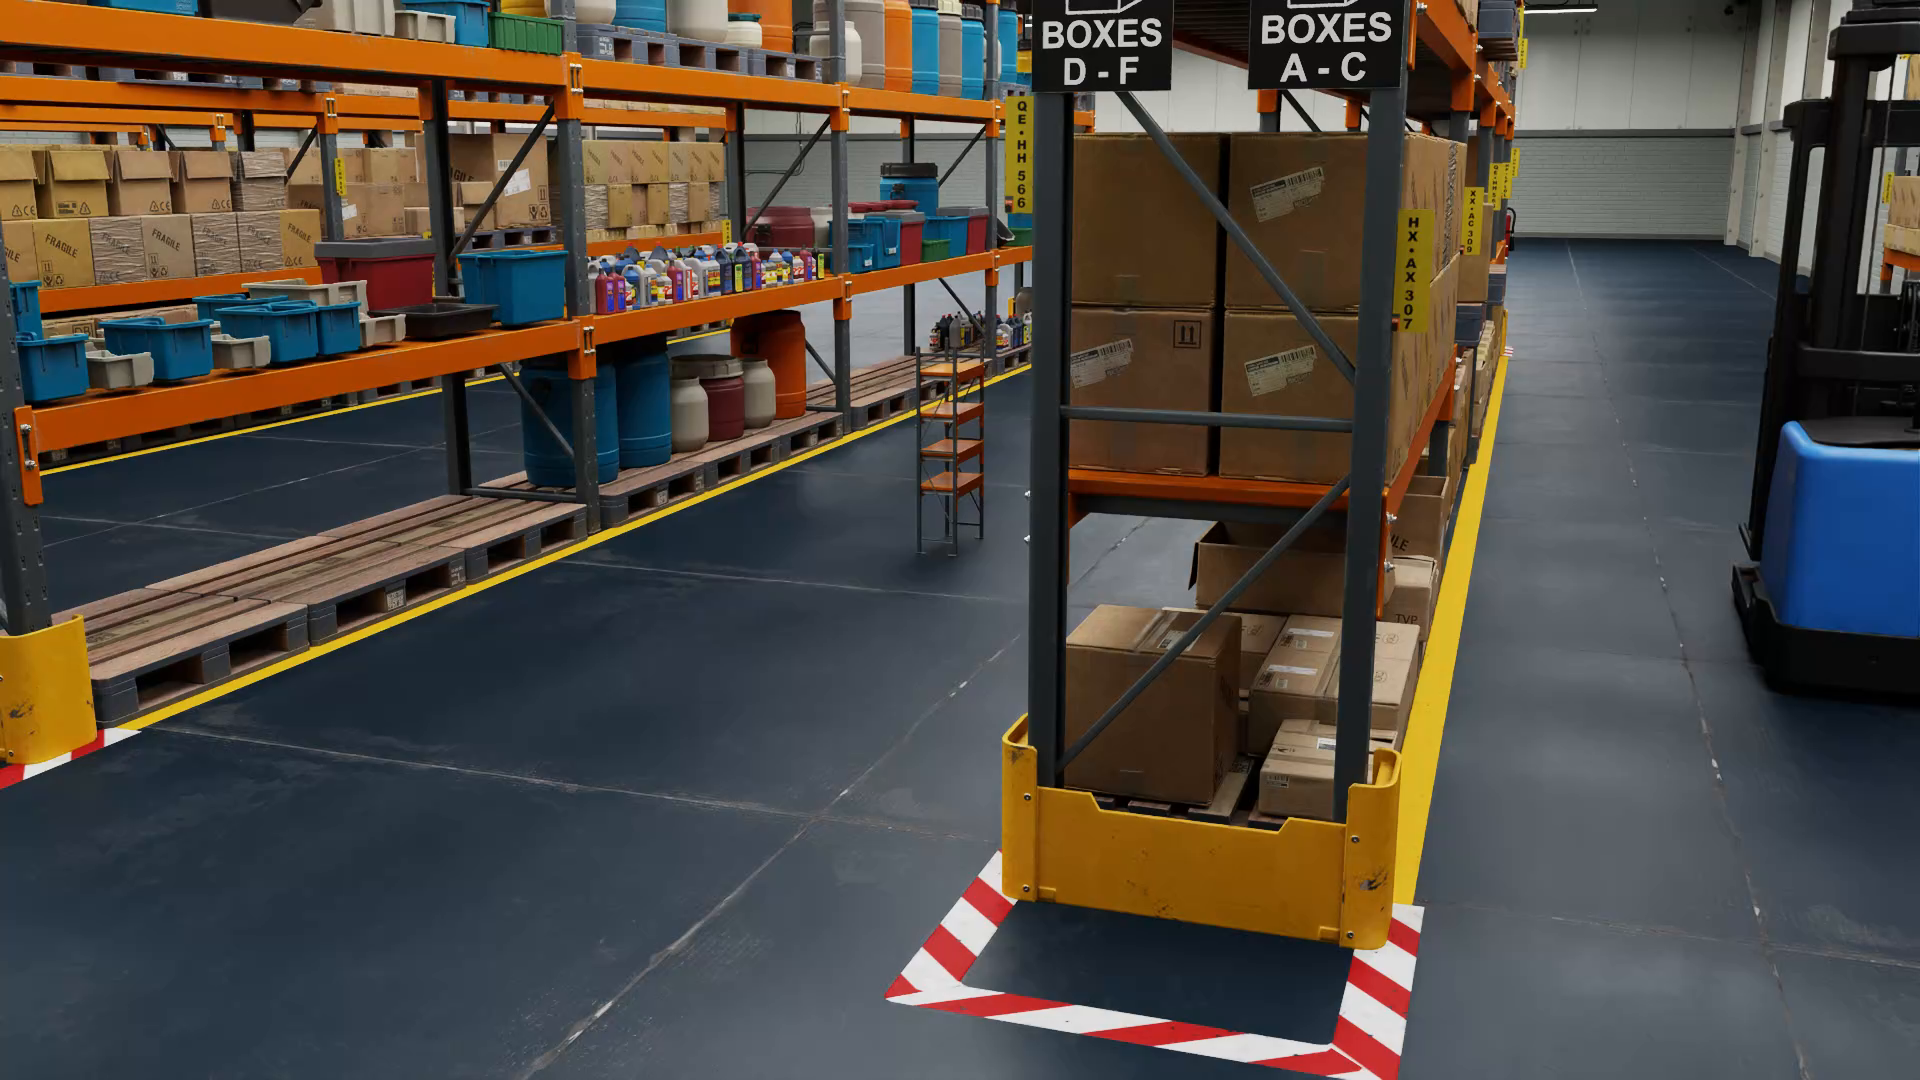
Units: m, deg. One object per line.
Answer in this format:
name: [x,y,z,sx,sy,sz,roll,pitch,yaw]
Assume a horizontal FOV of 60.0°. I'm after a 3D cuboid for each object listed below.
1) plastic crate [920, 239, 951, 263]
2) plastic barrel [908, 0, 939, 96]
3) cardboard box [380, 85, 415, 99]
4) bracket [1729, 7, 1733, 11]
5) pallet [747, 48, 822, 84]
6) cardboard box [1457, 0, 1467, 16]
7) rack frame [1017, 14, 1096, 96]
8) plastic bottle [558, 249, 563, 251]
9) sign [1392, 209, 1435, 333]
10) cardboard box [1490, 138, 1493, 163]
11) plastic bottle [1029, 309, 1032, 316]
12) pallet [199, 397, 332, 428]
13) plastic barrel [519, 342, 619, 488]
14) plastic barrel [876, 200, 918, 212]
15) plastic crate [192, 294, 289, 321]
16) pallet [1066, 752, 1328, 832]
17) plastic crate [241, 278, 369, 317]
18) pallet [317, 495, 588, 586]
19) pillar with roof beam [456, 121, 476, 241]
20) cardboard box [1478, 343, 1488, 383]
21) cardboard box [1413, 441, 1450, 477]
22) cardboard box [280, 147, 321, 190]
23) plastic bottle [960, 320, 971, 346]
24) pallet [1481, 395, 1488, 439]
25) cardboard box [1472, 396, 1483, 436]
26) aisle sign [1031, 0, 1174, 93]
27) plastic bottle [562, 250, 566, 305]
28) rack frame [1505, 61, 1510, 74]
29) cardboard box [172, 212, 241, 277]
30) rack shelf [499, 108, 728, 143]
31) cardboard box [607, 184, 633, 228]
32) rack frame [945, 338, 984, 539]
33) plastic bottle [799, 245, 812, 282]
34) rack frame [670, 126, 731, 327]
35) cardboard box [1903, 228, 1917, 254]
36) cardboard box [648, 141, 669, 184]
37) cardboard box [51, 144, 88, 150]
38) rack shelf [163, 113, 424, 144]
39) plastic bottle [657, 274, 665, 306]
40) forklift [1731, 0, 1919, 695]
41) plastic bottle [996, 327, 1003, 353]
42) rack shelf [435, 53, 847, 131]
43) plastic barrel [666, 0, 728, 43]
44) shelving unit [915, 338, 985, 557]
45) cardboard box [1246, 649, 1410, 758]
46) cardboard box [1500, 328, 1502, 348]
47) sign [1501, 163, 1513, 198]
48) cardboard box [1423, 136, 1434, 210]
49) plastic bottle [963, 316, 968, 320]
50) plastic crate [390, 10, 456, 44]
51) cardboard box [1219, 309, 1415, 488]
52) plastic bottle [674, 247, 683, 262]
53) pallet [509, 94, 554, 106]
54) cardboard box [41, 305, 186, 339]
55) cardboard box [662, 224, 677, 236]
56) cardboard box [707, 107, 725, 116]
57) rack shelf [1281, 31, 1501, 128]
plastic crate: [-0.403,-2.730,15.685,0.450,0.188,0.662,4,14,18]
plastic barrel: [-0.489,-4.529,15.223,0.600,0.901,0.708,4,14,18]
cardboard box: [-5.528,-4.313,15.739,0.500,0.250,0.500,5,14,20]
bracket: [21.234,-14.624,45.746,0.076,0.066,3.189,4,14,18]
pallet: [-1.741,-3.595,12.680,1.003,0.211,1.213,4,14,18]
cardboard box: [1.759,-2.236,6.640,0.500,0.250,0.500,4,14,18]
rack frame: [1.187,-6.988,20.379,1.000,3.000,0.127,4,14,18]
plastic bottle: [-2.648,-1.768,11.104,0.144,0.351,0.185,4,14,18]
sign: [1.210,-0.719,4.454,0.100,0.325,0.005,4,14,18]
cardboard box: [5.204,-3.955,17.436,0.700,0.500,0.500,4,14,18]
plastic bottle: [0.806,-2.452,18.954,0.144,0.351,0.185,5,14,21]
pallet: [-6.414,-1.215,14.836,1.003,0.211,1.213,4,14,18]
plastic barrel: [-2.503,-0.831,10.660,0.600,0.901,0.708,4,14,18]
plastic barrel: [-0.624,-3.101,16.528,0.433,0.535,0.433,0,13,0]
plastic crate: [-3.568,-1.092,8.274,0.416,0.233,0.300,4,14,18]
pallet: [0.978,0.839,5.837,1.003,0.211,1.213,4,14,18]
plastic crate: [-3.364,-1.199,8.633,0.437,0.282,0.530,4,14,18]
pallet: [-2.896,-0.019,9.597,1.003,0.211,1.213,4,14,18]
pillar with roof beam: [-8.755,-11.812,41.519,9.100,9.000,0.548,4,14,18]
cardboard box: [4.061,-1.466,13.645,0.500,0.311,0.500,4,13,17]
cardboard box: [2.378,-0.259,9.010,0.500,0.500,0.500,4,13,16]
cardboard box: [-8.929,-4.858,21.769,0.875,0.550,0.550,4,14,18]
plastic bottle: [0.039,-2.299,18.450,0.152,0.276,0.135,4,14,18]
pallet: [3.984,-1.088,14.280,1.003,0.211,1.213,4,14,18]
cardboard box: [3.732,-0.974,12.751,0.500,0.250,0.500,4,14,18]
aisle sign: [0.384,-1.612,4.466,0.394,0.787,0.004,4,14,18]
plastic bottle: [-2.571,-1.719,10.888,0.144,0.351,0.185,4,14,18]
rack frame: [4.579,-5.788,15.123,1.000,3.000,0.127,4,14,18]
cardboard box: [-6.345,-2.448,13.747,0.500,0.500,0.500,4,13,17]
rack shelf: [-4.146,-5.110,20.511,1.077,0.370,4.000,4,14,18]
cardboard box: [-4.394,-3.964,19.721,0.875,0.500,0.500,4,14,18]
rack frame: [0.025,-0.601,9.927,0.240,1.200,0.015,4,14,18]
plastic bottle: [-1.203,-2.157,12.959,0.061,0.283,0.133,4,14,18]
rack frame: [-3.499,-4.419,22.609,1.000,3.000,0.127,4,14,18]
cardboard box: [9.778,-2.989,16.635,0.500,0.250,0.500,4,13,18]
cardboard box: [-3.933,-4.651,20.486,0.500,0.500,0.500,4,14,18]
cardboard box: [-13.073,-5.470,24.072,0.700,0.500,0.500,4,14,18]
rack shelf: [-8.807,-5.488,22.168,1.077,0.370,4.000,4,14,18]
plastic bottle: [-1.972,-1.629,10.832,0.097,0.201,0.097,0,13,0]
forklift: [4.466,-1.036,7.939,1.130,2.935,3.031,5,14,20]
plastic bottle: [0.411,-2.140,17.767,0.097,0.271,0.097,0,13,0]
rack shelf: [-2.048,-3.069,11.568,1.077,0.370,4.000,4,14,18]
plastic barrel: [-1.832,-3.728,11.588,0.433,0.535,0.433,0,13,0]
shelving unit: [-0.054,-0.550,9.702,0.258,1.200,0.503,4,14,18]
cardboard box: [1.302,0.590,5.852,0.500,0.250,0.500,4,14,18]
cardboard box: [5.669,-2.224,18.225,0.500,0.250,0.500,4,14,18]
sign: [5.095,-3.352,15.509,0.100,0.325,0.005,4,14,18]
cardboard box: [1.251,-1.058,5.410,0.500,0.500,0.500,5,14,19]
plastic bottle: [0.052,-2.406,18.920,0.152,0.276,0.135,5,14,19]
plastic crate: [-2.747,-2.575,8.379,0.293,0.136,0.466,4,14,18]
cardboard box: [1.089,-0.460,5.036,0.500,0.500,0.500,5,14,20]
plastic bottle: [-2.158,-2.083,12.634,0.061,0.283,0.133,4,14,18]
pallet: [-5.094,-4.826,18.071,1.213,0.211,1.003,4,14,18]
cardboard box: [-6.905,-1.386,13.150,1.225,0.875,0.875,4,13,16]
cardboard box: [-3.782,-3.899,20.892,0.380,0.149,0.250,4,14,18]
cardboard box: [-3.415,-5.689,21.767,0.500,0.250,0.500,5,14,20]
rack shelf: [2.638,-2.711,10.002,1.077,0.370,4.000,4,14,18]
